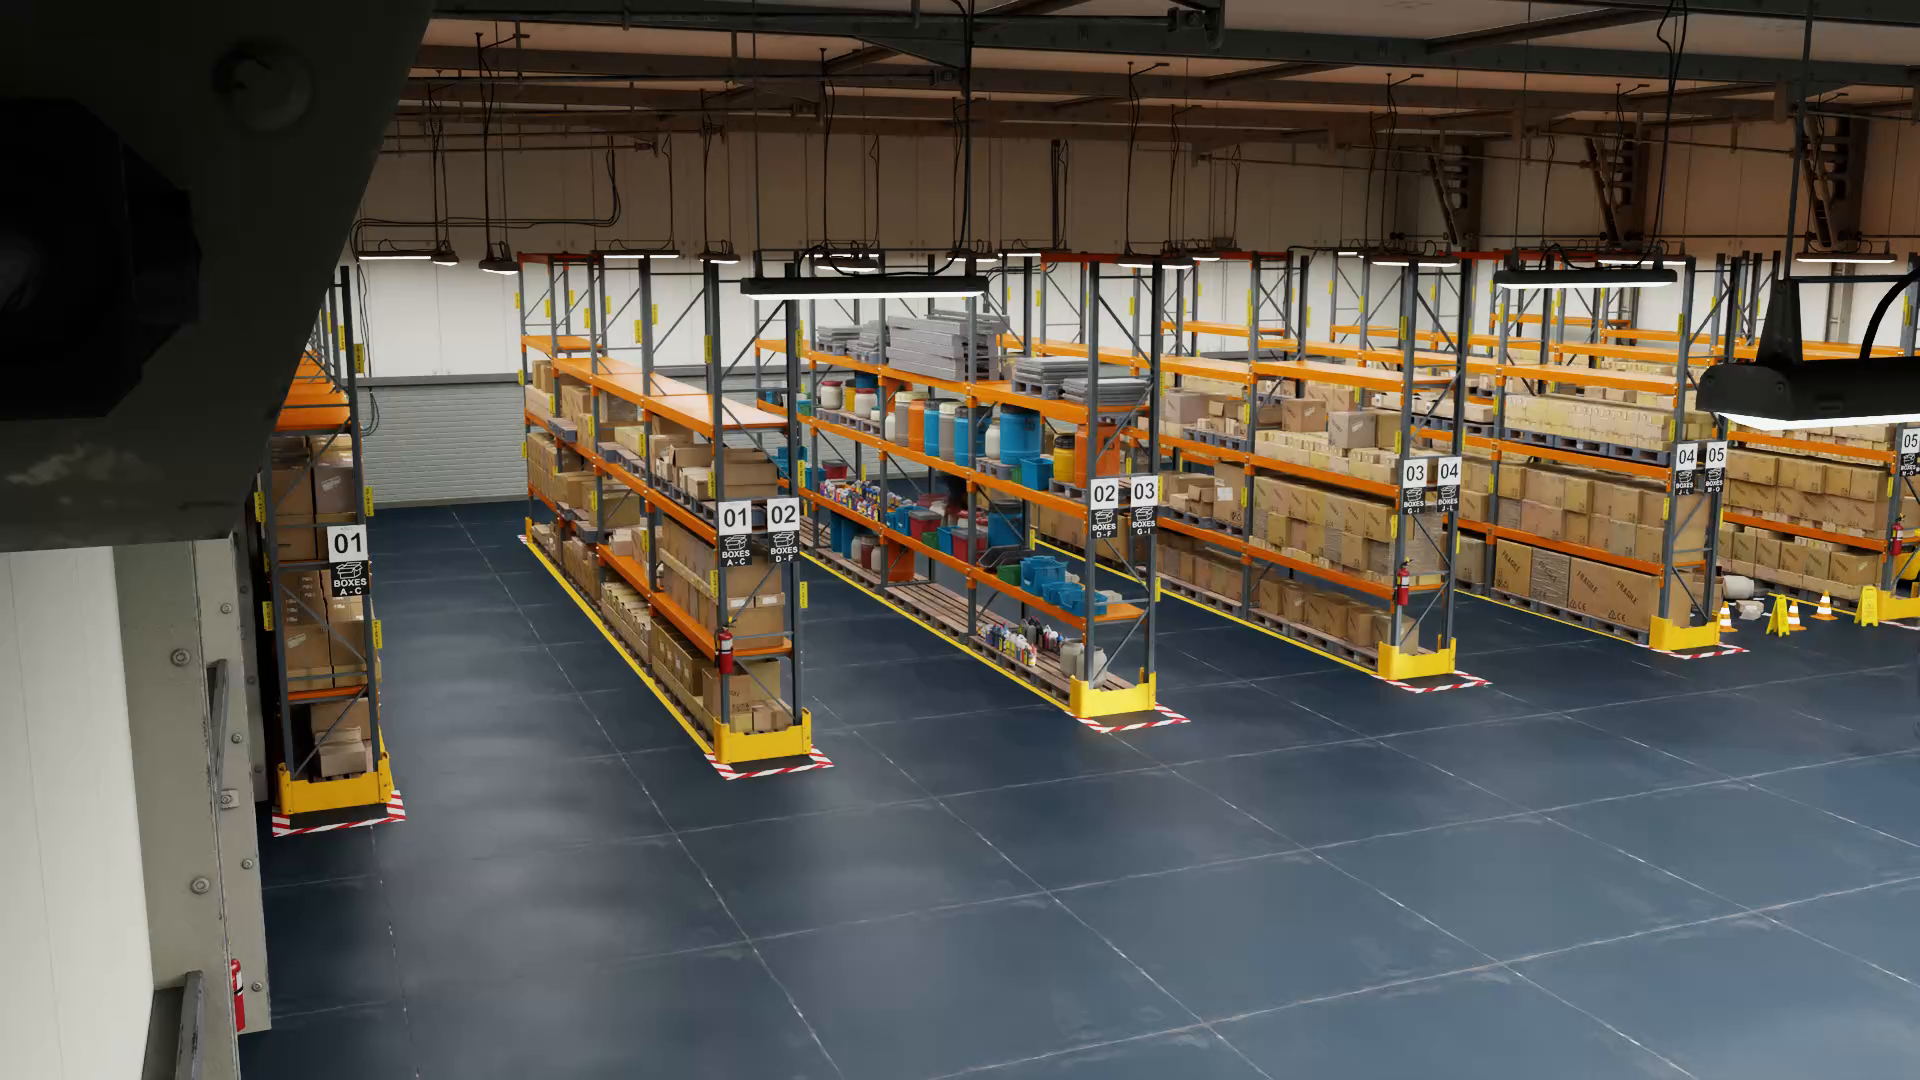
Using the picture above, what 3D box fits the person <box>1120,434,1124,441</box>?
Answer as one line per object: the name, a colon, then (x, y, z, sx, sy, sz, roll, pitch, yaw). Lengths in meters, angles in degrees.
person: (3.813, -1.819, 40.429, 0.625, 1.616, 0.794, 6, 12, 29)
